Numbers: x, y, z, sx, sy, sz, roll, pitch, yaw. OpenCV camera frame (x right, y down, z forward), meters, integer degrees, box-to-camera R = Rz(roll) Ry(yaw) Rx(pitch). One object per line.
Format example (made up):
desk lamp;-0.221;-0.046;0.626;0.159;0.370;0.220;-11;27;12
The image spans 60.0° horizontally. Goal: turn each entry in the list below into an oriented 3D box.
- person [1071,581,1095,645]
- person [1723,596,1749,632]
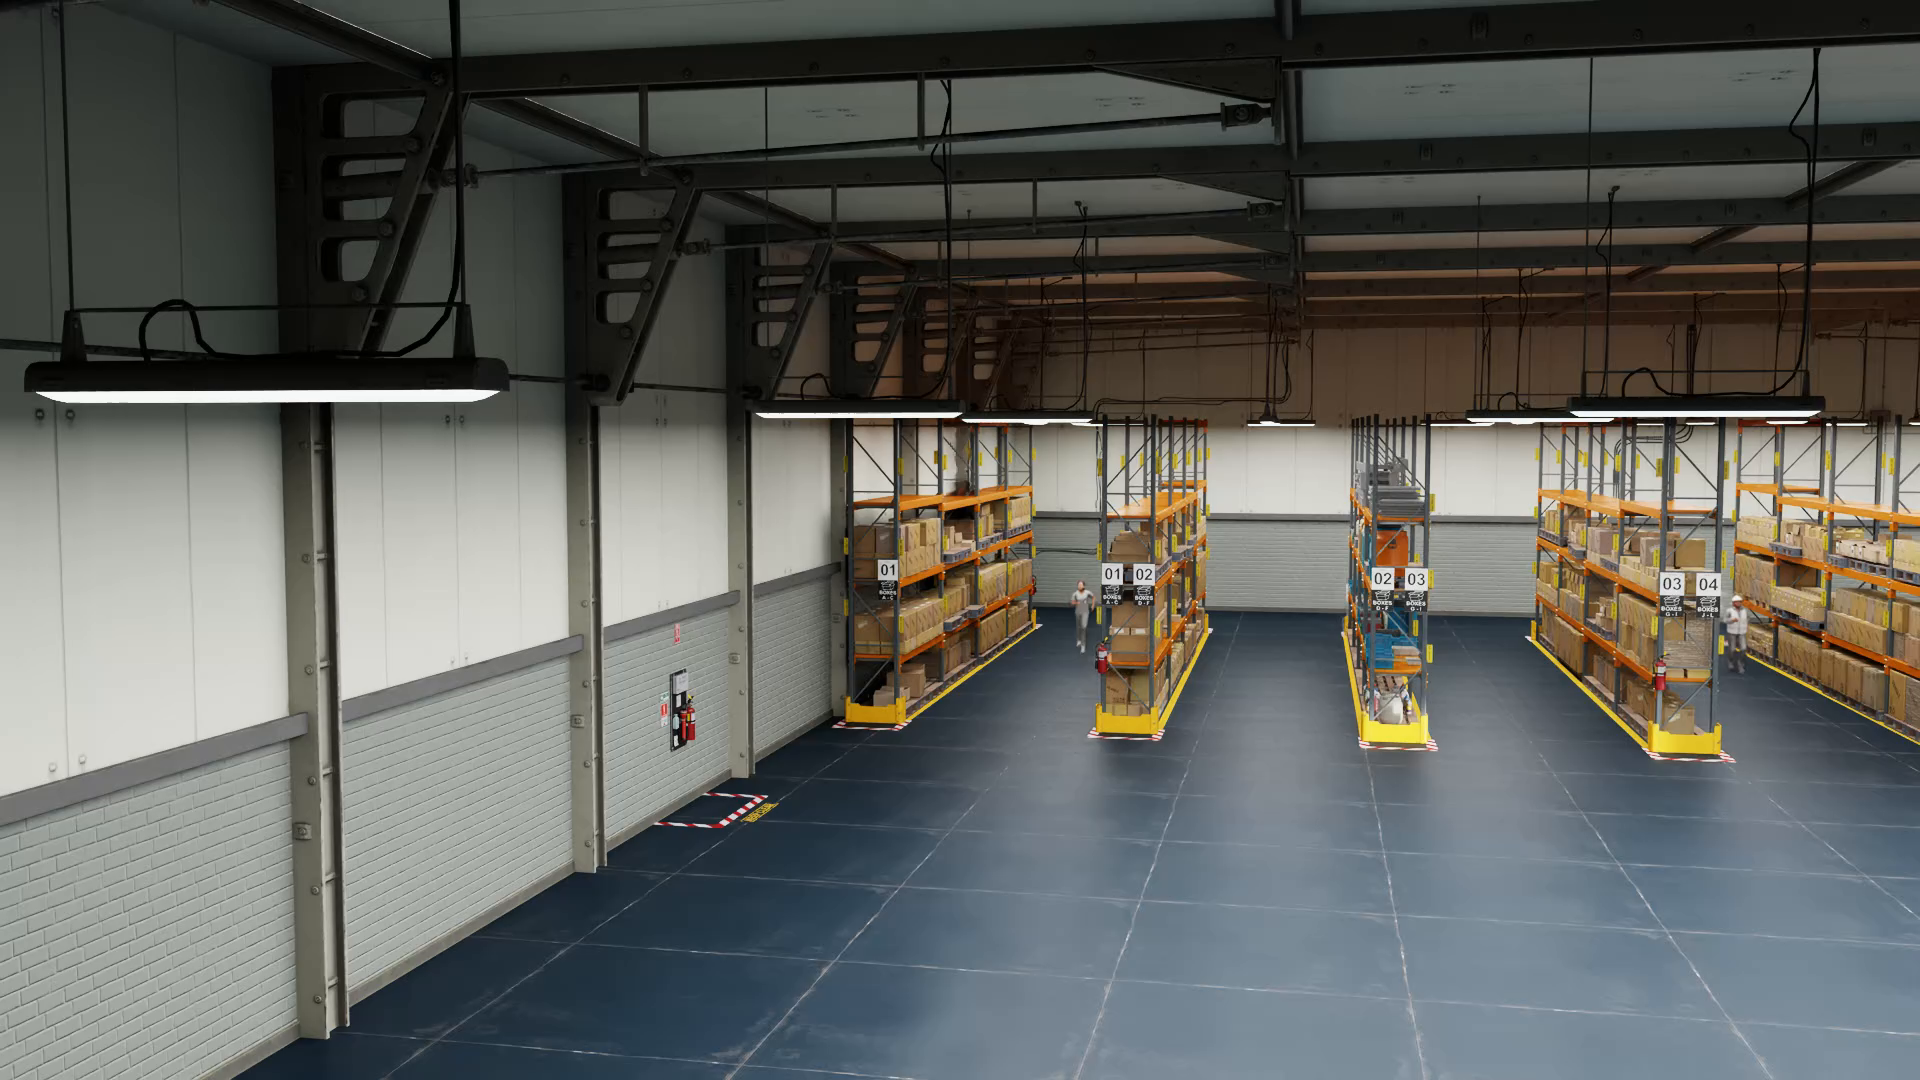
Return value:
person;3.030;1.787;41.138;0.573;1.584;0.815;1;4;10
person;18.297;1.747;39.114;0.641;0.866;0.646;1;4;12
